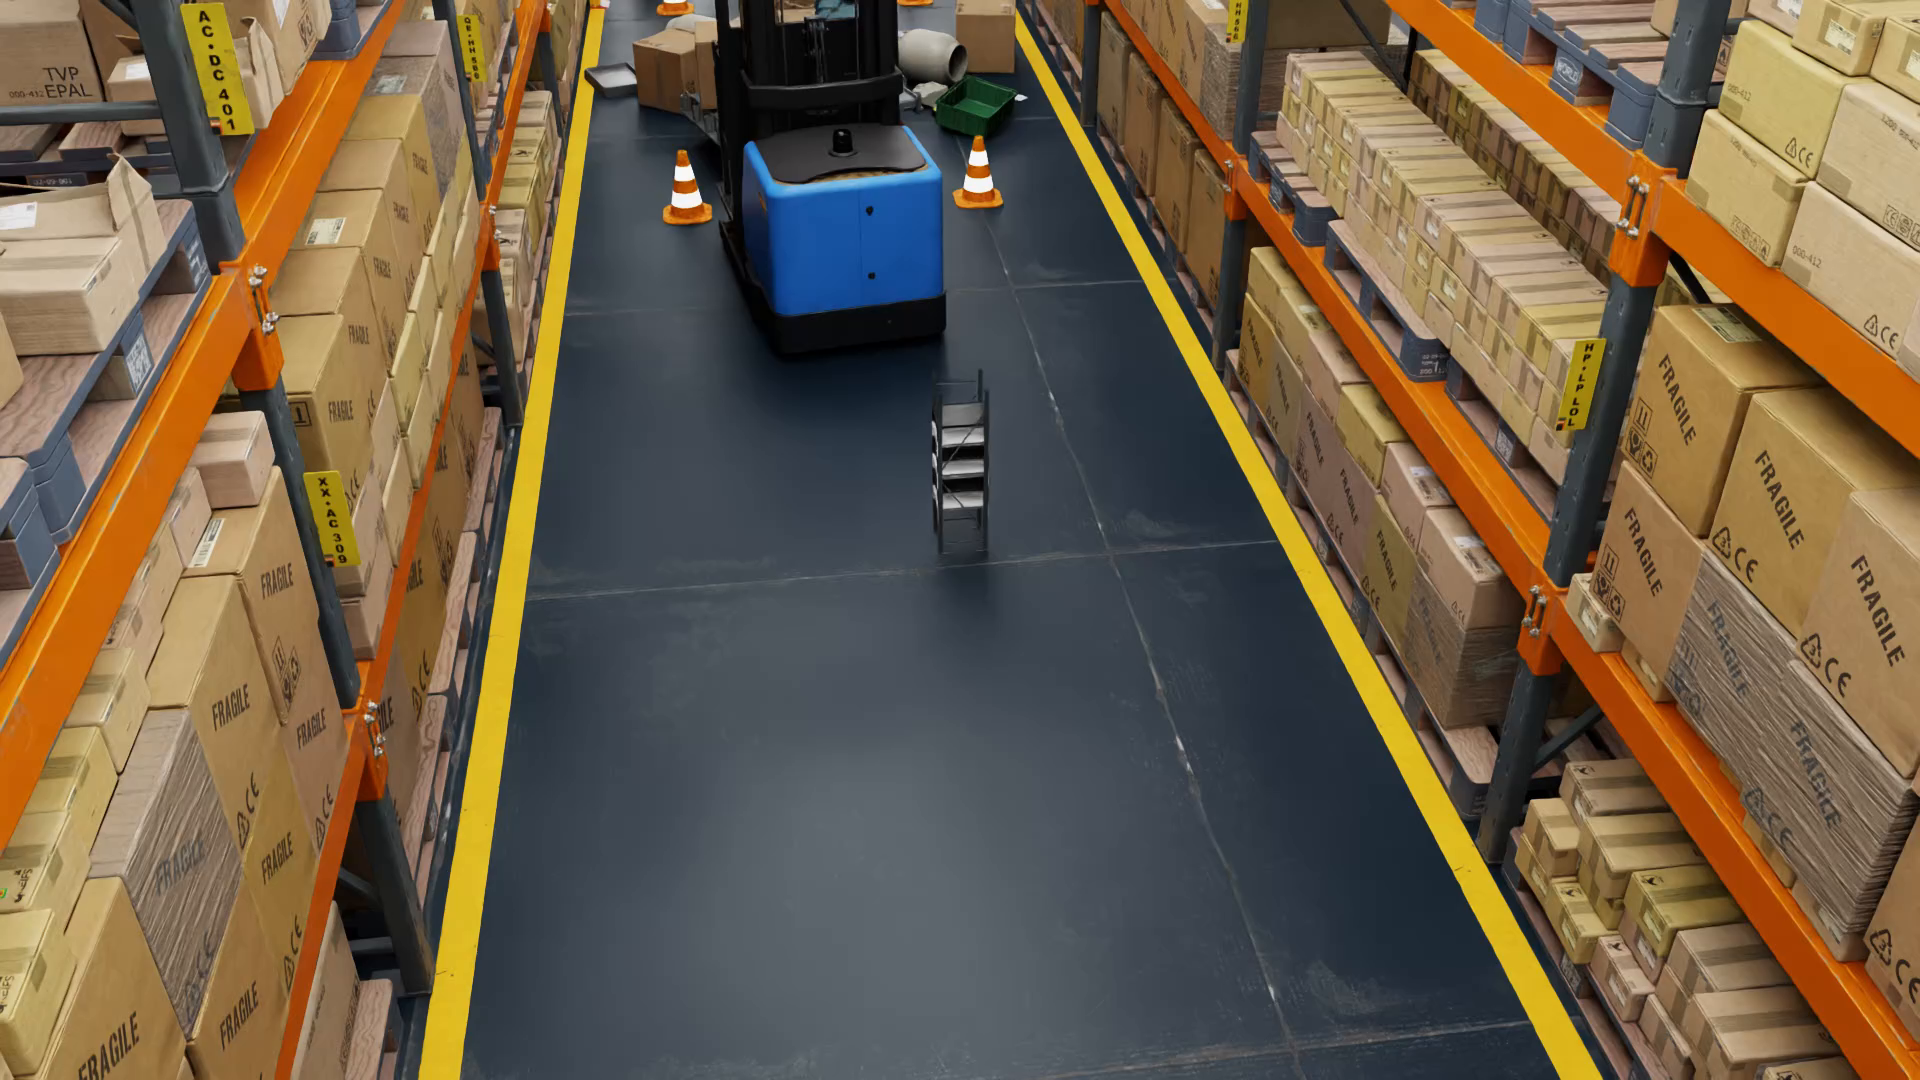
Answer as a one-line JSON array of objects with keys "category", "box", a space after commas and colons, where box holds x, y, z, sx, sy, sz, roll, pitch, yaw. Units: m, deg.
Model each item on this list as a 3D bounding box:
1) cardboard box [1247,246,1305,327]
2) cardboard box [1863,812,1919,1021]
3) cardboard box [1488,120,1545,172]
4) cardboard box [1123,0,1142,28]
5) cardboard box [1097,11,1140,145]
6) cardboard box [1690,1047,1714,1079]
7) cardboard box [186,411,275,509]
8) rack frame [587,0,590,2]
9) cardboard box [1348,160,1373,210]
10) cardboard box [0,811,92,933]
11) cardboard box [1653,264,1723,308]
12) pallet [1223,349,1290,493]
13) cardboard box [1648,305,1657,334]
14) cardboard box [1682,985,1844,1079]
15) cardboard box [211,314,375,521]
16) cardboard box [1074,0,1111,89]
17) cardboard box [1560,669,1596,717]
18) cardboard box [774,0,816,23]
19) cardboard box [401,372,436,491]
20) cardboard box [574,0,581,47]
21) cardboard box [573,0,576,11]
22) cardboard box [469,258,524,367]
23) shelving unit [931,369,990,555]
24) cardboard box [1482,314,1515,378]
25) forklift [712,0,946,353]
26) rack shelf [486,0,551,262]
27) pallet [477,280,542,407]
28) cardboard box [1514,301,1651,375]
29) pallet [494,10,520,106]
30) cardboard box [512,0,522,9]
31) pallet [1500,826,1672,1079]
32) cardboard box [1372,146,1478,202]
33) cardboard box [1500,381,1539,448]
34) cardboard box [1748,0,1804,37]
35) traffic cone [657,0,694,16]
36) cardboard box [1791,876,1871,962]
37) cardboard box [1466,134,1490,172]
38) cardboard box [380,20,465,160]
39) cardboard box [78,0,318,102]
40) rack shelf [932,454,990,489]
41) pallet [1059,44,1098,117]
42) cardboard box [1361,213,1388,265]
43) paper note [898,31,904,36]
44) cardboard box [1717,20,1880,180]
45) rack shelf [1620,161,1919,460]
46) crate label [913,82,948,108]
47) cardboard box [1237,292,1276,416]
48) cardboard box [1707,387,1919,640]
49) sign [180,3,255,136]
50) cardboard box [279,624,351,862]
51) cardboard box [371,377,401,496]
[{"category": "cardboard box", "box": [1.834, -1.336, 8.728, 0.500, 0.250, 0.500, -6, 35, -9]}, {"category": "cardboard box", "box": [2.543, 0.931, 3.867, 0.500, 0.500, 0.500, -3, 34, -4]}, {"category": "cardboard box", "box": [2.634, -1.795, 7.542, 0.380, 0.149, 0.250, -4, 35, -6]}, {"category": "cardboard box", "box": [1.380, -3.687, 10.908, 0.500, 0.500, 0.500, -5, 35, -7]}, {"category": "cardboard box", "box": [1.615, -3.425, 12.237, 1.050, 0.750, 0.750, -5, 35, -7]}, {"category": "cardboard box", "box": [2.489, 1.625, 5.096, 0.380, 0.149, 0.250, -3, 34, -4]}, {"category": "cardboard box", "box": [-2.016, -0.200, 4.327, 0.380, 0.149, 0.250, -5, 35, -7]}, {"category": "rack frame", "box": [-3.987, -6.322, 14.862, 1.000, 3.000, 0.127, -4, 35, -6]}, {"category": "cardboard box", "box": [1.991, -1.617, 7.545, 0.380, 0.149, 0.250, -4, 35, -6]}, {"category": "cardboard box", "box": [-1.859, 0.654, 3.074, 0.380, 0.149, 0.250, -4, 35, -6]}, {"category": "cardboard box", "box": [2.846, -0.925, 6.266, 0.380, 0.149, 0.250, -4, 34, -6]}, {"category": "pallet", "box": [2.084, -0.700, 9.090, 1.003, 0.211, 1.213, -4, 35, -6]}, {"category": "cardboard box", "box": [2.850, -0.792, 6.335, 0.380, 0.149, 0.250, -4, 34, -5]}, {"category": "cardboard box", "box": [2.432, 1.498, 5.019, 0.380, 0.149, 0.250, -4, 34, -5]}, {"category": "cardboard box", "box": [-2.147, -0.347, 5.119, 0.500, 0.500, 0.500, -4, 34, -6]}, {"category": "cardboard box", "box": [1.428, -4.172, 13.223, 0.875, 0.875, 0.875, -4, 34, -6]}, {"category": "cardboard box", "box": [2.682, 0.371, 6.889, 0.500, 0.500, 0.500, -3, 34, -5]}, {"category": "cardboard box", "box": [-1.242, -4.501, 14.409, 0.637, 0.503, 0.797, 27, 43, 34]}, {"category": "cardboard box", "box": [-2.295, -0.405, 6.313, 0.500, 0.250, 0.500, -5, 35, -7]}, {"category": "cardboard box", "box": [-3.474, -4.347, 14.034, 0.500, 0.250, 0.500, -6, 35, -8]}, {"category": "cardboard box", "box": [-3.486, -4.668, 13.839, 0.500, 0.500, 0.500, -5, 35, -7]}, {"category": "cardboard box", "box": [-2.977, -1.261, 9.397, 0.950, 0.372, 0.625, -7, 35, -10]}, {"category": "shelving unit", "box": [0.001, -0.367, 7.990, 0.258, 0.900, 0.210, -4, 35, -6]}, {"category": "cardboard box", "box": [2.202, -0.742, 6.261, 0.380, 0.149, 0.250, -3, 34, -4]}, {"category": "forklift", "box": [-0.982, -3.131, 10.242, 1.130, 2.935, 3.031, -9, 35, -13]}, {"category": "rack shelf", "box": [-3.180, -2.676, 10.152, 1.077, 0.370, 4.000, -4, 35, -6]}, {"category": "pallet", "box": [-3.014, -1.141, 9.737, 1.003, 0.211, 1.213, -4, 35, -6]}, {"category": "cardboard box", "box": [2.234, -0.731, 5.981, 0.380, 0.149, 0.250, -5, 35, -8]}, {"category": "pallet", "box": [-3.218, -2.880, 9.982, 1.003, 0.211, 1.213, -4, 35, -6]}, {"category": "cardboard box", "box": [-2.980, -3.461, 10.516, 0.380, 0.149, 0.250, -4, 34, -6]}, {"category": "pallet", "box": [2.644, 1.468, 5.908, 1.003, 0.211, 1.213, -4, 35, -6]}, {"category": "cardboard box", "box": [2.029, -1.598, 7.254, 0.380, 0.149, 0.250, -3, 34, -5]}, {"category": "cardboard box", "box": [2.233, -0.478, 6.138, 0.380, 0.149, 0.250, -4, 34, -6]}, {"category": "cardboard box", "box": [2.318, -1.425, 4.348, 0.380, 0.149, 0.250, -5, 35, -7]}, {"category": "traffic cone", "box": [-2.651, -5.131, 15.368, 0.336, 0.463, 0.334, -4, 35, -6]}, {"category": "cardboard box", "box": [2.458, 0.961, 4.399, 0.380, 0.149, 0.250, -3, 34, -4]}, {"category": "cardboard box", "box": [2.607, -1.805, 7.821, 0.380, 0.149, 0.250, -4, 35, -6]}, {"category": "cardboard box", "box": [-2.582, -2.043, 7.608, 0.500, 0.500, 0.500, -5, 35, -8]}, {"category": "cardboard box", "box": [-2.204, -1.593, 4.799, 0.500, 0.500, 0.500, -5, 35, -7]}, {"category": "rack shelf", "box": [0.001, -0.340, 8.009, 0.258, 0.077, 0.200, -4, 35, -6]}, {"category": "pallet", "box": [1.418, -3.799, 13.637, 1.003, 0.211, 1.213, -4, 35, -6]}, {"category": "cardboard box", "box": [2.021, -1.354, 7.423, 0.380, 0.149, 0.250, -4, 34, -6]}, {"category": "paper note", "box": [-0.572, -4.545, 14.893, 0.144, 0.017, 0.142, 7, 35, 10]}, {"category": "cardboard box", "box": [2.346, -1.154, 4.305, 0.500, 0.250, 0.500, -3, 34, -5]}, {"category": "rack shelf", "box": [2.788, 0.117, 3.389, 1.077, 0.370, 4.000, -4, 35, -6]}, {"category": "crate label", "box": [-0.235, -3.590, 13.396, 0.250, 0.136, 0.298, 27, 43, 34]}, {"category": "cardboard box", "box": [1.823, -1.015, 8.923, 0.500, 0.500, 0.500, -6, 35, -8]}, {"category": "cardboard box", "box": [2.423, -0.075, 4.456, 0.500, 0.500, 0.500, -5, 35, -8]}, {"category": "sign", "box": [-1.823, -1.154, 4.087, 0.100, 0.325, 0.005, -4, 35, -6]}, {"category": "cardboard box", "box": [-2.057, 0.573, 4.657, 0.500, 0.500, 0.500, -4, 34, -6]}, {"category": "cardboard box", "box": [-2.250, -0.325, 5.753, 0.500, 0.250, 0.500, -4, 34, -6]}]
